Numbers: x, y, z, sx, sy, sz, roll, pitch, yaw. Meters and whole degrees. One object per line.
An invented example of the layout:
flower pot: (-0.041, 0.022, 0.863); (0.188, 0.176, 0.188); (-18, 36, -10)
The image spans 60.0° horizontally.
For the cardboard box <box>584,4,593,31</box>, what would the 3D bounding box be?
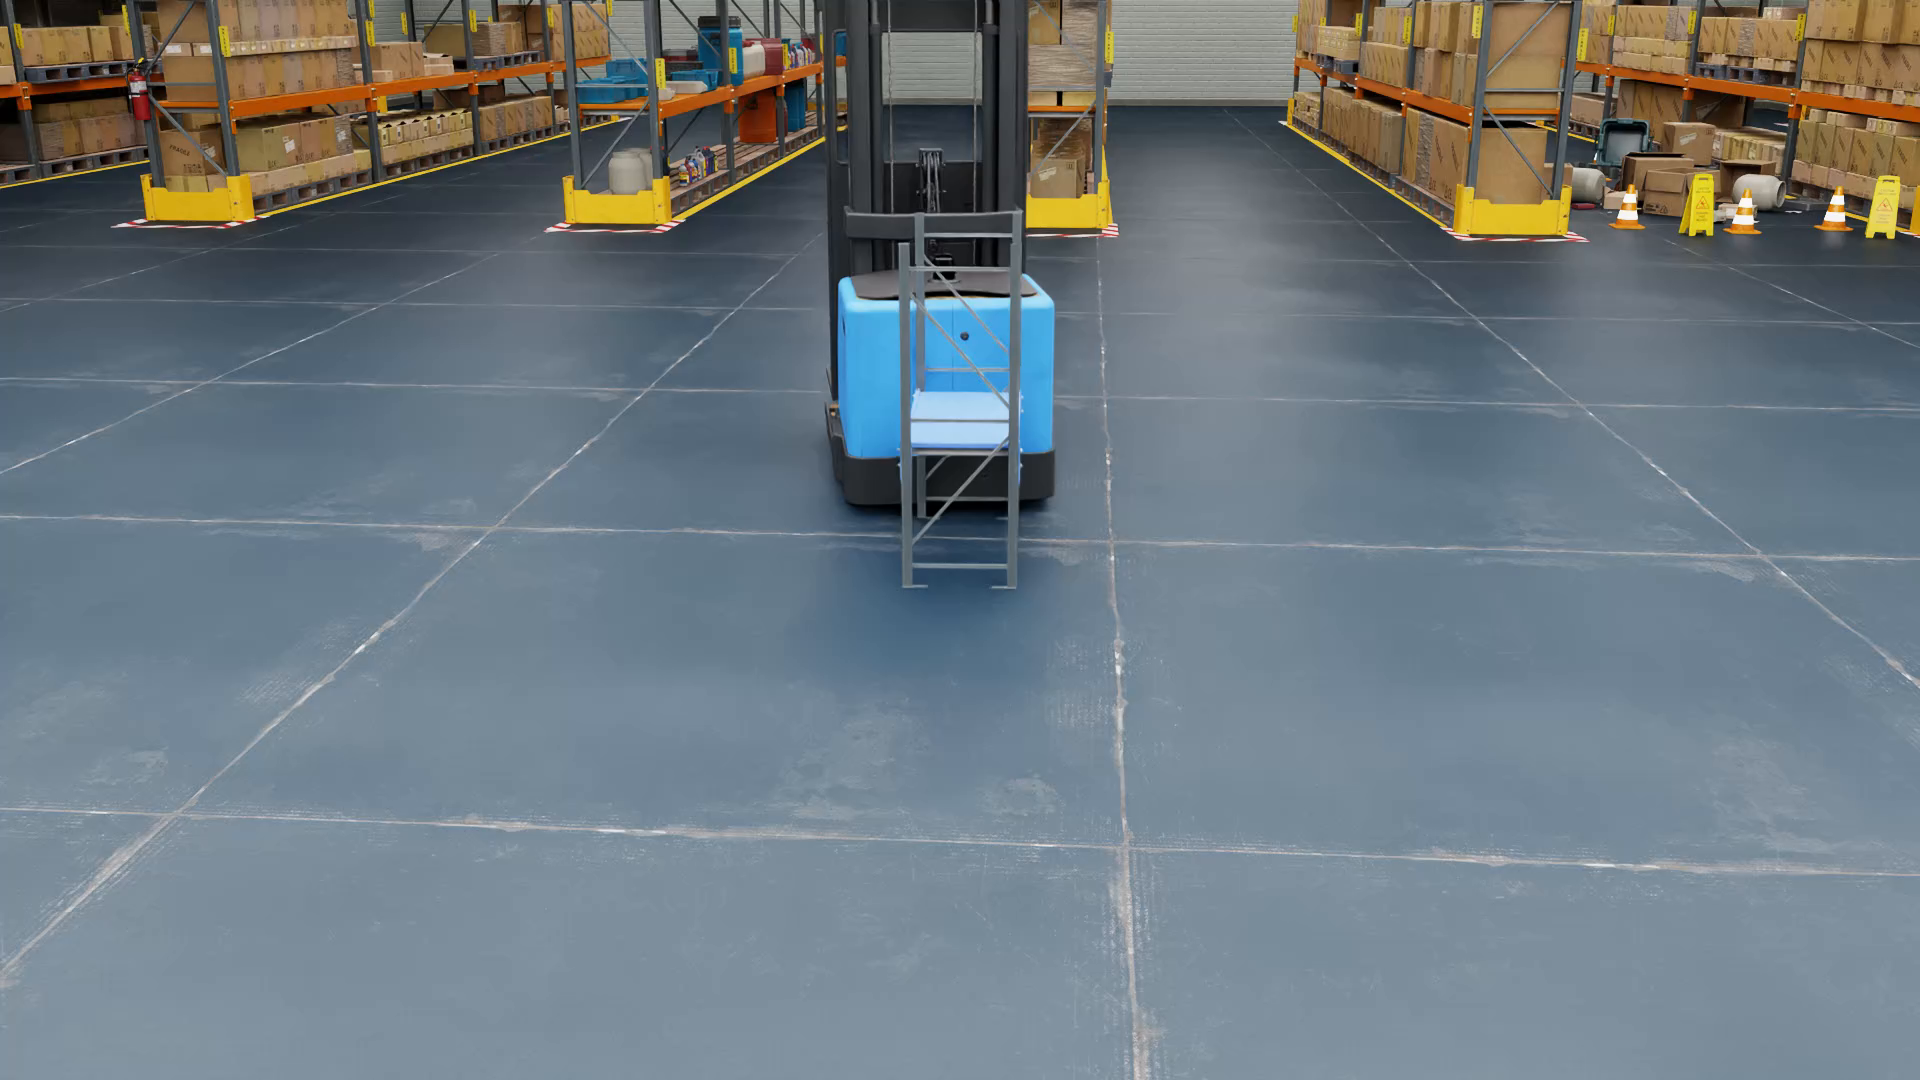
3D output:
cardboard box: (-7.486, -10.191, 32.442); (0.500, 0.500, 0.500); (2, 18, 5)

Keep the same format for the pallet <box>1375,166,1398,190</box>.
pallet: (6.280, -4.956, 22.709); (1.003, 0.211, 1.213); (1, 18, 4)

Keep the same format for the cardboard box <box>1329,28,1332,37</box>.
cardboard box: (6.294, -8.374, 27.434); (0.380, 0.149, 0.250); (2, 18, 6)

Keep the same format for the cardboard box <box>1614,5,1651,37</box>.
cardboard box: (11.499, -8.838, 28.311); (0.500, 0.500, 0.500); (1, 18, 5)

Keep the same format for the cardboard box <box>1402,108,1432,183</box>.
cardboard box: (6.185, -5.036, 21.212); (0.875, 0.875, 0.875); (2, 18, 5)

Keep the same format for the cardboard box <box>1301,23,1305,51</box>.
cardboard box: (6.839, -9.655, 31.935); (0.500, 0.500, 0.500); (1, 18, 4)

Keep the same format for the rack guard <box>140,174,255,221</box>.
rack guard: (-8.810, -3.967, 19.225); (1.175, 0.500, 0.348); (1, 18, 4)

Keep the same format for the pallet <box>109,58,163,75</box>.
pallet: (-13.120, -7.441, 26.123); (1.213, 0.211, 1.003); (1, 18, 4)

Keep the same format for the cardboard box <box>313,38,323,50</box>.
cardboard box: (-8.402, -6.355, 21.297); (0.380, 0.149, 0.250); (1, 18, 4)

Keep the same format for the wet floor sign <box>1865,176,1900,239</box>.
wet floor sign: (9.876, -3.564, 17.765); (0.267, 0.644, 0.232); (8, 20, 23)

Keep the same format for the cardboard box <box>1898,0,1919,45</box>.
cardboard box: (10.820, -5.703, 18.266); (0.700, 0.500, 0.500); (1, 18, 4)

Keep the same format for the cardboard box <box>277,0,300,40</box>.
cardboard box: (-8.654, -6.463, 20.585); (0.700, 0.500, 0.500); (1, 18, 4)

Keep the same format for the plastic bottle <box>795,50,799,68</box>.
plastic bottle: (-2.773, -8.135, 28.120); (0.061, 0.283, 0.133); (1, 18, 4)

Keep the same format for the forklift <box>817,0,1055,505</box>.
forklift: (-0.210, -1.980, 9.258); (1.130, 2.935, 3.031); (-2, 18, -6)

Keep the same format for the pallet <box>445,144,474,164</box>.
pallet: (-8.332, -6.067, 26.098); (1.003, 0.211, 1.213); (1, 18, 4)

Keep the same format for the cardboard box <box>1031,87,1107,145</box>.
cardboard box: (1.716, -6.828, 26.681); (1.225, 0.875, 0.875); (0, 18, 1)

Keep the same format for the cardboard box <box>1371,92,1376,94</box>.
cardboard box: (6.962, -7.170, 27.122); (0.500, 0.250, 0.500); (1, 18, 4)

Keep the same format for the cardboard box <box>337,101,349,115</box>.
cardboard box: (-12.624, -8.721, 33.061); (0.700, 0.500, 0.500); (1, 18, 2)

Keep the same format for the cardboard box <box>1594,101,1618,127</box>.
cardboard box: (11.970, -7.620, 29.801); (0.875, 0.438, 0.875); (1, 18, 3)

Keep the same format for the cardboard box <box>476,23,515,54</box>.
cardboard box: (-8.013, -8.586, 28.473); (0.700, 0.500, 0.500); (-3, 18, -10)

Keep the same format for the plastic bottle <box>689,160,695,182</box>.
plastic bottle: (-3.395, -4.656, 20.991); (0.097, 0.271, 0.097); (0, 18, 0)

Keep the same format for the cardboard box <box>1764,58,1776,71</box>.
cardboard box: (11.025, -6.369, 22.272); (0.380, 0.149, 0.250); (1, 18, 3)

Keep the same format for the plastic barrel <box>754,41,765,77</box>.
plastic barrel: (-3.155, -7.264, 25.094); (0.421, 0.512, 0.421); (0, 18, 0)

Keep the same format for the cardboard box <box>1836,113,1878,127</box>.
cardboard box: (10.812, -5.060, 20.044); (0.380, 0.149, 0.250); (2, 18, 7)

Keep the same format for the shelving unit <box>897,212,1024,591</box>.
shelving unit: (0.019, -0.658, 7.524); (0.538, 1.500, 1.048); (1, 18, 2)

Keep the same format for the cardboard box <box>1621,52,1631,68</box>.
cardboard box: (11.487, -8.082, 28.013); (0.500, 0.250, 0.500); (1, 18, 3)

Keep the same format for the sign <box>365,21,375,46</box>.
sign: (-7.967, -6.841, 22.467); (0.100, 0.325, 0.005); (1, 18, 4)

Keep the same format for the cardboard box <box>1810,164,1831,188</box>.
cardboard box: (10.905, -4.510, 20.612); (0.500, 0.250, 0.500); (2, 18, 7)

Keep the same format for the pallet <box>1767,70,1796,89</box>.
pallet: (11.444, -6.104, 22.041); (1.003, 0.211, 1.213); (1, 18, 4)

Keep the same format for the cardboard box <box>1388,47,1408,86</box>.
cardboard box: (6.106, -6.412, 22.514); (0.500, 0.500, 0.500); (1, 18, 3)

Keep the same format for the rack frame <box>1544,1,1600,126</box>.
rack frame: (12.104, -9.688, 32.671); (1.000, 3.000, 0.127); (1, 18, 4)

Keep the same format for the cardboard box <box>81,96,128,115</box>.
cardboard box: (-13.279, -6.733, 25.757); (0.500, 0.250, 0.500); (2, 18, 5)

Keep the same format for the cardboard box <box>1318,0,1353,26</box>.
cardboard box: (6.637, -9.340, 29.367); (0.500, 0.500, 0.500); (1, 18, 2)

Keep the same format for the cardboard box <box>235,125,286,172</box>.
cardboard box: (-8.514, -4.728, 20.072); (0.500, 0.500, 0.500); (1, 18, 4)

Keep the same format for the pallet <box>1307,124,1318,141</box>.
pallet: (6.886, -7.409, 30.194); (1.003, 0.211, 1.213); (1, 18, 4)

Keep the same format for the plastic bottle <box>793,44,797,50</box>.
plastic bottle: (-2.891, -8.464, 29.016); (0.144, 0.351, 0.185); (1, 18, 4)

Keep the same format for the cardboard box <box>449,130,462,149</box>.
cardboard box: (-8.062, -6.210, 25.800); (0.500, 0.250, 0.500); (1, 18, 3)

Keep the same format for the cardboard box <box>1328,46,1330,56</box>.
cardboard box: (6.298, -8.087, 27.514); (0.380, 0.149, 0.250); (1, 18, 3)

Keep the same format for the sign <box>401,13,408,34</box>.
sign: (-8.776, -8.168, 26.302); (0.100, 0.325, 0.005); (1, 18, 4)

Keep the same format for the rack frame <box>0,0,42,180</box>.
rack frame: (-13.462, -6.514, 22.984); (1.000, 3.000, 0.127); (1, 18, 4)

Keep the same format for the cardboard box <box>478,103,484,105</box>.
cardboard box: (-8.364, -7.124, 28.155); (0.500, 0.500, 0.500); (1, 18, 2)

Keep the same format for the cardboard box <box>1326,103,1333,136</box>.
cardboard box: (6.519, -7.148, 28.261); (0.500, 0.500, 0.500); (2, 18, 6)

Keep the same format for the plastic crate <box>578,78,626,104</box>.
plastic crate: (-4.130, -5.142, 19.036); (0.499, 0.251, 0.616); (1, 18, 4)

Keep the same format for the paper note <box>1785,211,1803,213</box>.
paper note: (9.962, -3.926, 19.856); (0.142, 0.019, 0.148); (-5, 19, -15)

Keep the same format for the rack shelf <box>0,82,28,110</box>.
rack shelf: (-13.606, -5.551, 21.200); (1.077, 0.370, 4.000); (1, 18, 4)

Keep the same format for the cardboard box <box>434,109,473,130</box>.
cardboard box: (-8.026, -6.638, 26.204); (0.500, 0.311, 0.500); (2, 18, 5)

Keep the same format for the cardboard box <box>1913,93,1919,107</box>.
cardboard box: (10.678, -4.801, 18.161); (0.380, 0.149, 0.250); (1, 18, 3)

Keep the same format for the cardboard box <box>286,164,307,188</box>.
cardboard box: (-8.479, -4.527, 20.663); (0.500, 0.250, 0.500); (1, 18, 4)

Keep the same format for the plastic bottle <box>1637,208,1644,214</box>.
plastic bottle: (8.001, -3.929, 19.816); (0.133, 0.061, 0.283); (-5, 19, -15)

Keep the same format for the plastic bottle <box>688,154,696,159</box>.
plastic bottle: (-3.503, -4.937, 21.839); (0.152, 0.276, 0.135); (1, 18, 4)

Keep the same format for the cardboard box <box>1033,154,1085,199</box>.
cardboard box: (1.134, -4.145, 19.095); (0.500, 0.500, 0.500); (5, 19, 14)

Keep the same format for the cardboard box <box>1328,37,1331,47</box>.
cardboard box: (6.297, -8.226, 27.462); (0.380, 0.149, 0.250); (1, 18, 3)

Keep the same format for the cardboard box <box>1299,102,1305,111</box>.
cardboard box: (6.734, -8.357, 32.036); (0.380, 0.149, 0.250); (2, 18, 6)
